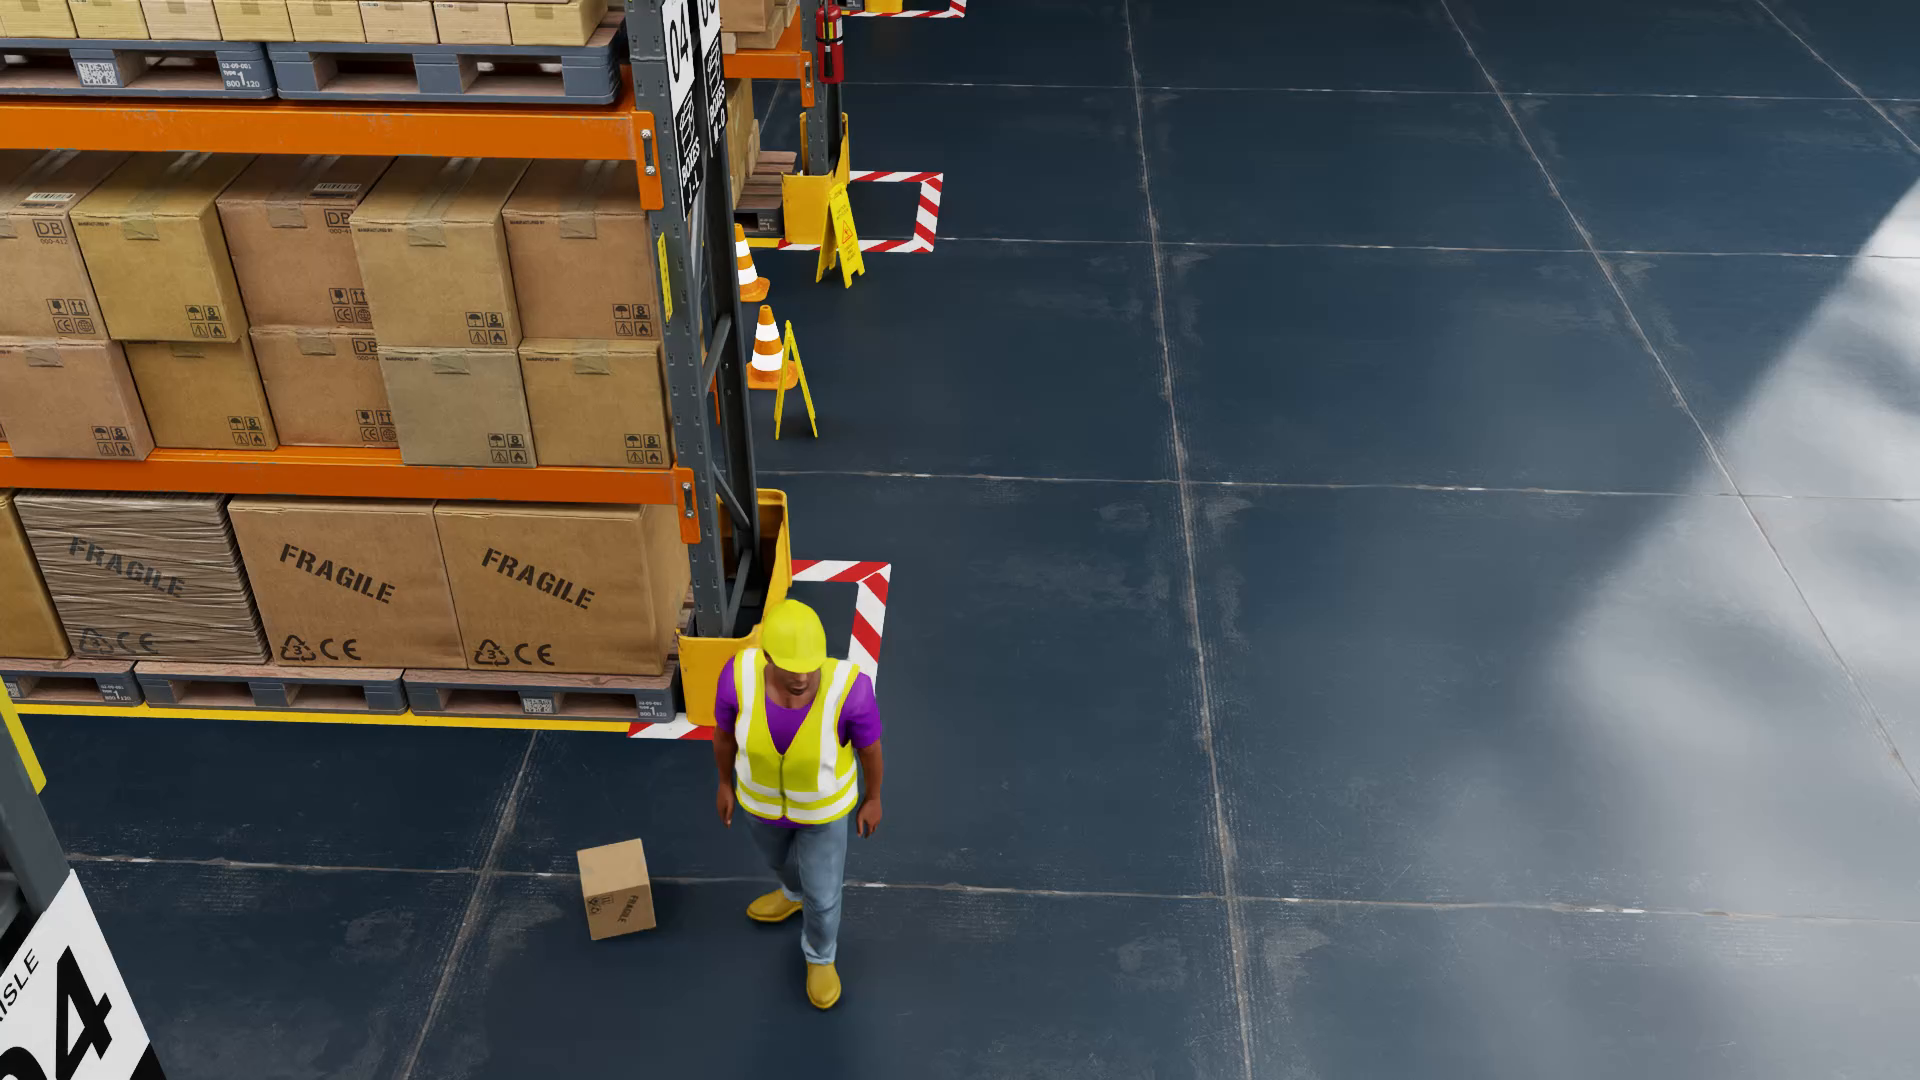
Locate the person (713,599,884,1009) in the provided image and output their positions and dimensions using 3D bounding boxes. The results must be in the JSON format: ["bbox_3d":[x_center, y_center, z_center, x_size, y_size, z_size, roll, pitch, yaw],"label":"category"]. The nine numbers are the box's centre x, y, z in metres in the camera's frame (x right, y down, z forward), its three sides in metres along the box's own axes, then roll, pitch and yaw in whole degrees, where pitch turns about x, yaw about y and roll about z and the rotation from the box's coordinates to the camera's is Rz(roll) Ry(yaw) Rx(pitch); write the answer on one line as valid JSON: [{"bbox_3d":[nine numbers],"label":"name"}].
[{"bbox_3d":[-0.561,0.867,5.885,0.602,1.757,0.560,7,36,9],"label":"person"}]
